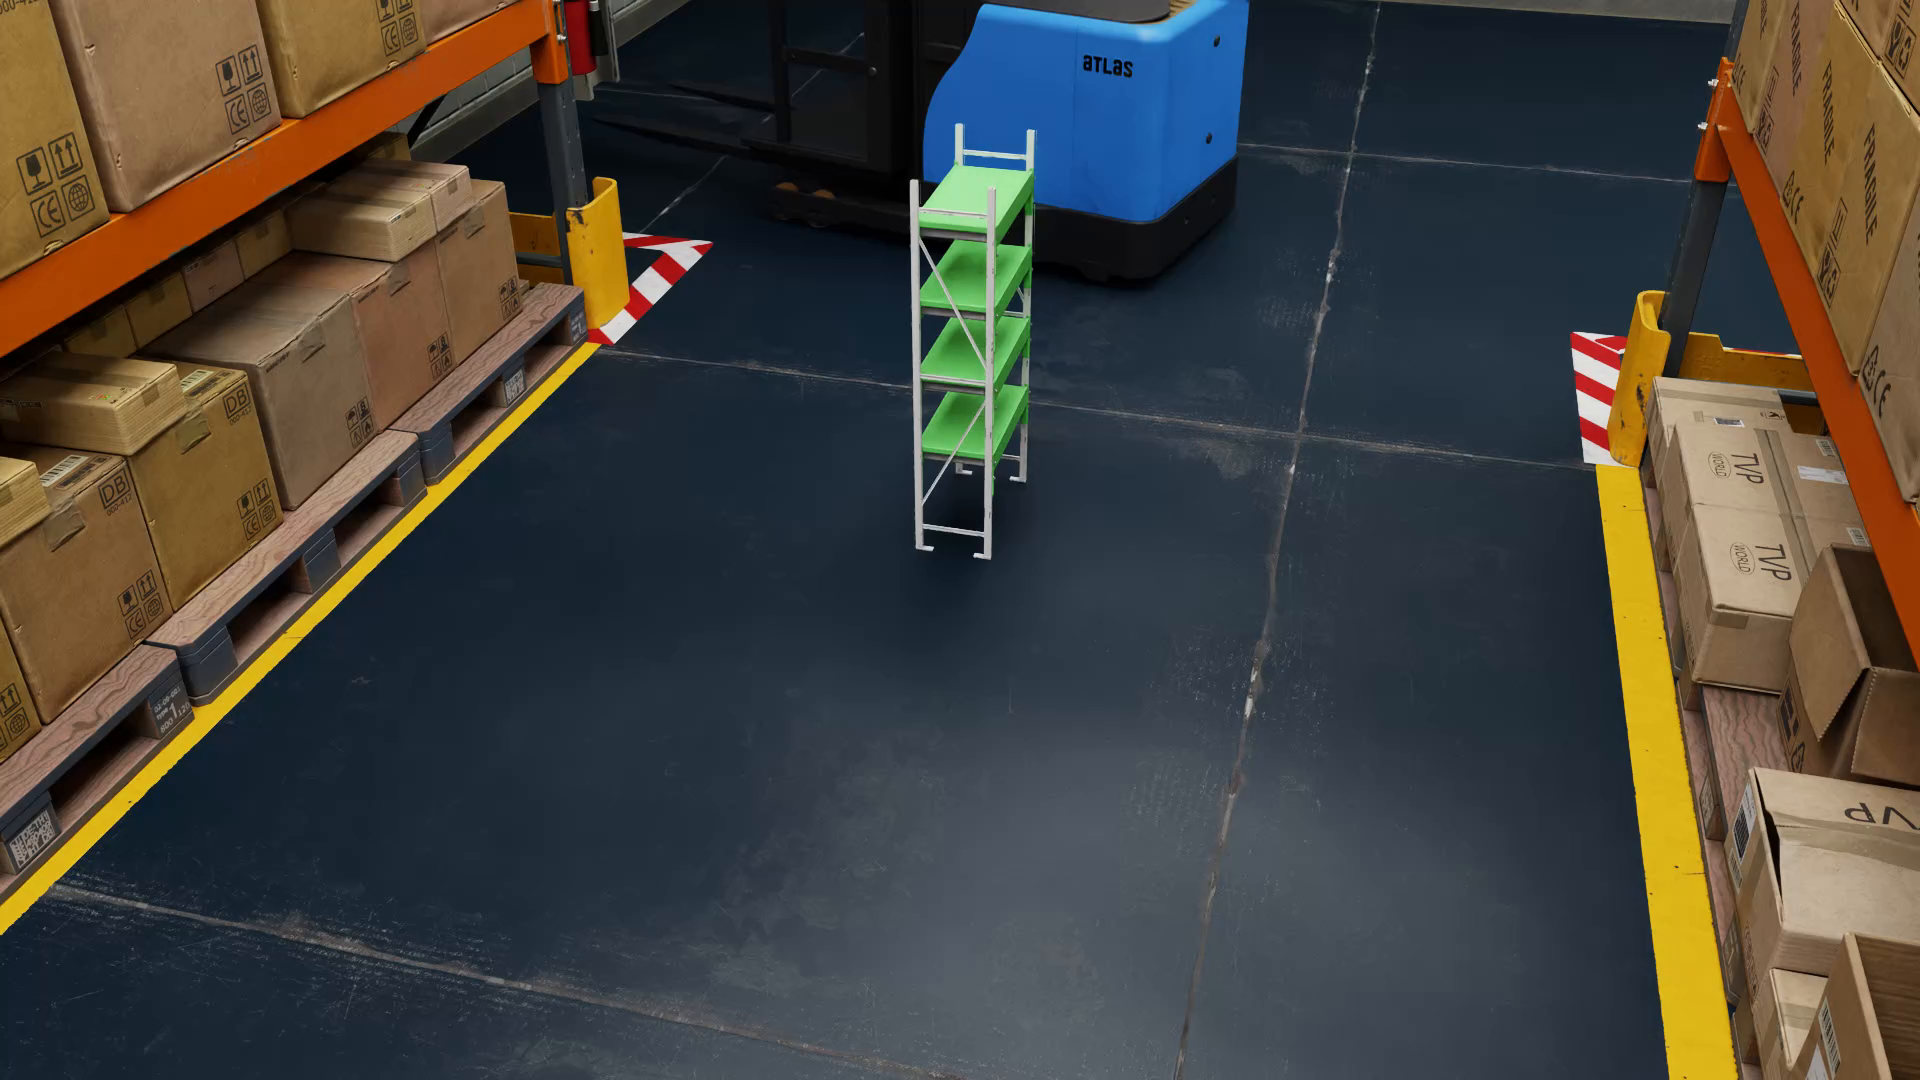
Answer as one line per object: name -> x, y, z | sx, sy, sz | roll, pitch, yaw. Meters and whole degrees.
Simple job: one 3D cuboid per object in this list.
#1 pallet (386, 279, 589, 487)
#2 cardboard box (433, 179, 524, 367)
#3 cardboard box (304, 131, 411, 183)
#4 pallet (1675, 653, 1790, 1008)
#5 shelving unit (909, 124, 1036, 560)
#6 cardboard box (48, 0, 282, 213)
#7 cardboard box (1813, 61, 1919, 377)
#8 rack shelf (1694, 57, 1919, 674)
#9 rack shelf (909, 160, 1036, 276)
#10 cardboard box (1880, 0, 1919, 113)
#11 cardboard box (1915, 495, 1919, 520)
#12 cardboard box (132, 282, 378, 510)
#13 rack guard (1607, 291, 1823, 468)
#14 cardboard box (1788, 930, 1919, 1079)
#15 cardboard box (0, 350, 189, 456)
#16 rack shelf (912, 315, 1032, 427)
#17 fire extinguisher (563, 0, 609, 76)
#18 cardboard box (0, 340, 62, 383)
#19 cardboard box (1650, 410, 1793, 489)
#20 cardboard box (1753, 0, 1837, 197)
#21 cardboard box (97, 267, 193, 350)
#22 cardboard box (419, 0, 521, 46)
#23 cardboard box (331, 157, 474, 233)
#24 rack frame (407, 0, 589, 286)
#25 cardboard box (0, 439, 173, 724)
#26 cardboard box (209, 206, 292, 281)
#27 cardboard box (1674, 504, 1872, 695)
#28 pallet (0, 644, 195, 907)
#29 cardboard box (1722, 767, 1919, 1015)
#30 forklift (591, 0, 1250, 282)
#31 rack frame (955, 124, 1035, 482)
pallet -> -2.074, -0.641, 6.061 | 1.003, 0.211, 1.213 | 8, 33, 12
cardboard box -> -2.028, -0.988, 5.947 | 0.700, 0.500, 0.500 | 8, 33, 12
cardboard box -> -2.189, -1.354, 5.918 | 0.380, 0.149, 0.250 | 8, 33, 13
pallet -> 2.313, 0.691, 3.967 | 1.003, 0.211, 1.213 | 8, 33, 12
shelving unit -> 0.042, -0.592, 5.063 | 0.258, 1.200, 0.503 | 8, 33, 12
cardboard box -> -2.443, -1.330, 4.267 | 0.980, 0.700, 0.700 | 6, 33, 10
cardboard box -> 2.094, -0.631, 3.353 | 0.500, 0.500, 0.500 | 8, 33, 13
rack shelf -> 2.338, -0.229, 3.485 | 1.077, 0.370, 4.000 | 8, 33, 12
rack shelf -> 0.042, -0.943, 4.840 | 0.258, 0.148, 0.480 | 8, 33, 12
cardboard box -> 2.093, -1.045, 3.073 | 0.500, 0.500, 0.500 | 8, 33, 12
cardboard box -> 1.839, -0.099, 2.517 | 0.500, 0.500, 0.500 | 9, 34, 14
cardboard box -> -2.282, -0.468, 5.128 | 0.700, 0.500, 0.500 | 7, 33, 11
rack guard -> 2.826, -0.476, 5.533 | 1.175, 0.500, 0.348 | 8, 33, 12
cardboard box -> 1.701, 1.040, 2.738 | 0.500, 0.500, 0.500 | 8, 33, 12
cardboard box -> -2.277, -0.361, 4.356 | 0.380, 0.149, 0.250 | 7, 33, 11
rack shelf -> 0.042, -0.538, 5.097 | 0.258, 0.148, 0.480 | 8, 33, 12
fire extinguisher -> -1.462, -2.068, 6.127 | 0.296, 0.674, 0.183 | 8, 33, 12
cardboard box -> -2.639, -0.431, 4.466 | 0.380, 0.149, 0.250 | 8, 33, 13
cardboard box -> 2.344, -0.260, 5.094 | 0.380, 0.166, 0.250 | 8, 33, 12
cardboard box -> 2.352, -1.150, 4.170 | 0.500, 0.500, 0.500 | 8, 33, 12
cardboard box -> -2.509, -0.696, 4.883 | 0.380, 0.149, 0.250 | 8, 33, 13
cardboard box -> -2.067, -2.104, 5.483 | 0.980, 0.700, 0.700 | 10, 34, 15
cardboard box -> -1.884, -1.171, 5.630 | 0.380, 0.149, 0.250 | 8, 33, 12
rack frame -> -1.947, -2.243, 5.982 | 1.000, 3.000, 0.127 | 8, 33, 12
cardboard box -> -2.542, 0.076, 4.273 | 0.700, 0.500, 0.500 | 8, 33, 12
cardboard box -> -2.381, -0.962, 5.300 | 0.380, 0.149, 0.250 | 8, 33, 13
cardboard box -> 2.180, 0.167, 4.345 | 0.500, 0.250, 0.500 | 8, 33, 12
pallet -> -2.693, 0.626, 4.069 | 1.003, 0.211, 1.213 | 8, 33, 12
cardboard box -> 1.891, 0.731, 3.401 | 0.500, 0.311, 0.500 | 8, 33, 12
forklift -> -0.306, -2.861, 7.018 | 3.031, 2.935, 1.130 | 16, 36, 24
rack frame -> 0.104, -0.719, 5.262 | 0.240, 1.200, 0.015 | 8, 33, 12
